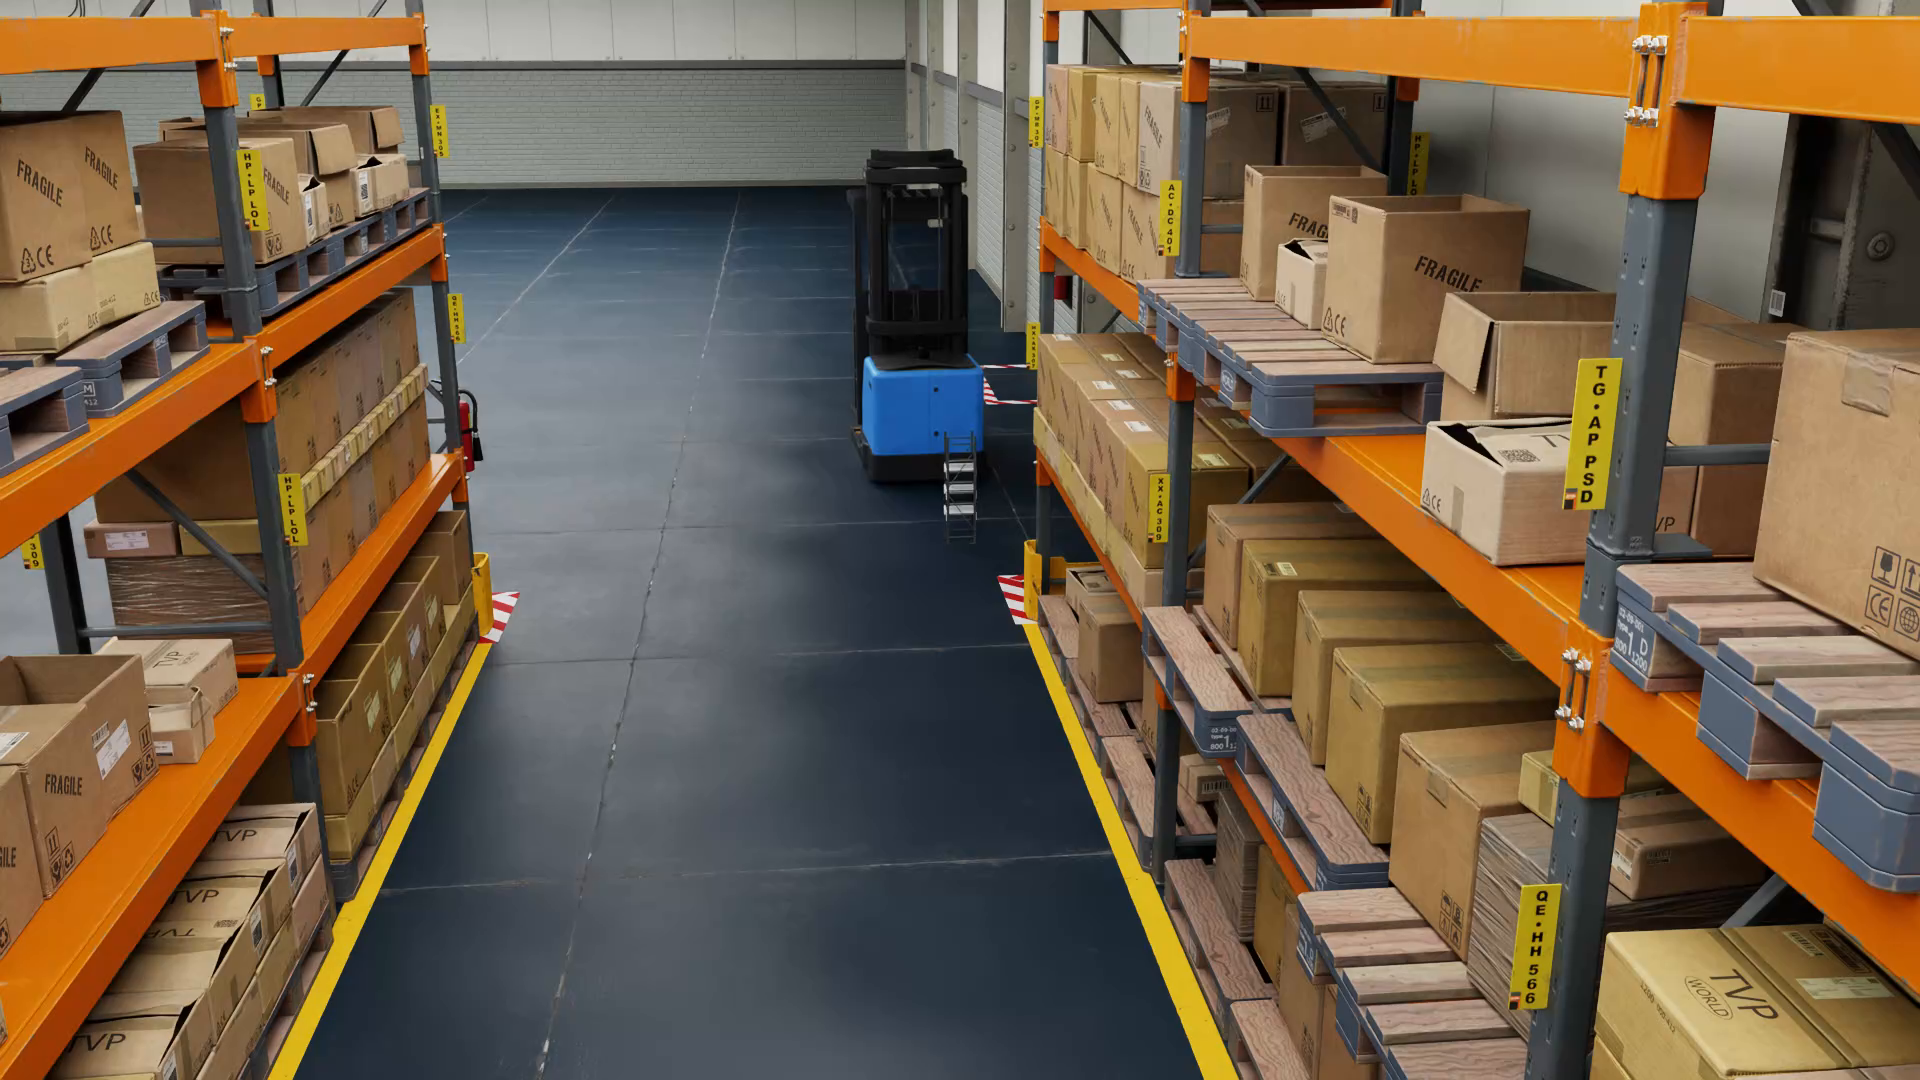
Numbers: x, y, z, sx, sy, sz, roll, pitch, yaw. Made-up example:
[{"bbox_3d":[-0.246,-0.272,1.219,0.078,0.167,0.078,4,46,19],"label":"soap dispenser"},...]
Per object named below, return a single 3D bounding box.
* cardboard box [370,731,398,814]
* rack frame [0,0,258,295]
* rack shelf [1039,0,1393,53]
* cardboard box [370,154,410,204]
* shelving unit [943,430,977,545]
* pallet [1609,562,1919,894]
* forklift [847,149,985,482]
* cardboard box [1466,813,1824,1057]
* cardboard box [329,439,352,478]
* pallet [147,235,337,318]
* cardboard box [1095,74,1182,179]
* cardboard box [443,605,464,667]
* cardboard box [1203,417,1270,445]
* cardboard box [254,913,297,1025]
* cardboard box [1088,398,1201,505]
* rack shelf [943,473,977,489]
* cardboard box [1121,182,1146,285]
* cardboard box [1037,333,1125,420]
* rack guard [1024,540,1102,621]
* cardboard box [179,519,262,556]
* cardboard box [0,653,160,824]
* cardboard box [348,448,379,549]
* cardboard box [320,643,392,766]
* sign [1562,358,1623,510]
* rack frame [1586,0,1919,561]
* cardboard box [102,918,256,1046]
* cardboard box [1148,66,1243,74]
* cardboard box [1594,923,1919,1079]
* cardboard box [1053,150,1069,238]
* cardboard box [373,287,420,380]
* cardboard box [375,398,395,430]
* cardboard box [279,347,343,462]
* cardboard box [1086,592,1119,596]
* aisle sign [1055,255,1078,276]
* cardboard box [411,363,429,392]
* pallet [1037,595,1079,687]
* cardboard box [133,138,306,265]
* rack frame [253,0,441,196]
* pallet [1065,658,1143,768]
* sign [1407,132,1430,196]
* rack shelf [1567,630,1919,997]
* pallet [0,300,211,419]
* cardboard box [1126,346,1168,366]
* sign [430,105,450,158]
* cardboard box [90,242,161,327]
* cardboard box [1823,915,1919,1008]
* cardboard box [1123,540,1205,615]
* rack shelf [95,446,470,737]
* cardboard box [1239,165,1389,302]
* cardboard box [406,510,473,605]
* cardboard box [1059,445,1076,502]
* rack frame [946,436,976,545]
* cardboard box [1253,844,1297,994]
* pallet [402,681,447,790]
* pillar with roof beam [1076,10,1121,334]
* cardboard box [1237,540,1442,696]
[{"bbox_3d":[-3.258,1.218,8.679,0.500,0.250,0.500,-2,18,-6],"label":"cardboard box"},{"bbox_3d":[-3.465,-2.459,6.487,1.000,3.000,0.127,-2,18,-6],"label":"rack frame"},{"bbox_3d":[1.256,-2.864,8.984,1.077,0.370,4.000,-2,18,-6],"label":"rack shelf"},{"bbox_3d":[-3.496,-2.081,9.604,0.500,0.250,0.500,-2,18,-6],"label":"cardboard box"},{"bbox_3d":[0.001,-0.427,13.535,0.258,0.900,0.210,-2,18,-6],"label":"shelving unit"},{"bbox_3d":[1.994,0.290,3.054,1.213,0.211,1.003,-1,17,-3],"label":"pallet"},{"bbox_3d":[-0.504,-2.329,16.202,1.130,2.935,3.031,-3,18,-8],"label":"forklift"},{"bbox_3d":[1.816,1.043,4.445,0.700,0.500,0.500,-4,18,-12],"label":"cardboard box"},{"bbox_3d":[-3.437,-0.424,8.770,0.380,0.149,0.250,-2,18,-7],"label":"cardboard box"},{"bbox_3d":[-3.579,-1.239,7.756,1.003,0.211,1.213,-2,18,-6],"label":"pallet"},{"bbox_3d":[1.009,-2.176,8.722,0.500,0.500,0.500,-2,18,-8],"label":"cardboard box"},{"bbox_3d":[-3.465,0.622,10.577,0.500,0.250,0.500,-2,18,-6],"label":"cardboard box"},{"bbox_3d":[1.572,-0.348,8.742,0.500,0.500,0.500,-2,18,-6],"label":"cardboard box"},{"bbox_3d":[-3.083,1.780,6.889,0.500,0.250,0.500,-2,18,-6],"label":"cardboard box"},{"bbox_3d":[1.007,-0.477,9.154,0.500,0.500,0.500,-2,18,-7],"label":"cardboard box"},{"bbox_3d":[0.001,-0.481,13.518,0.258,0.077,0.200,-2,18,-6],"label":"rack shelf"},{"bbox_3d":[1.125,-1.533,8.345,0.500,0.500,0.500,-3,18,-10],"label":"cardboard box"},{"bbox_3d":[0.800,-1.087,11.097,0.500,0.500,0.500,-2,18,-6],"label":"cardboard box"},{"bbox_3d":[1.057,0.272,11.975,1.175,0.500,0.348,-2,18,-6],"label":"rack guard"},{"bbox_3d":[-3.300,-0.040,7.548,0.380,0.149,0.250,-2,18,-6],"label":"cardboard box"},{"bbox_3d":[-3.347,0.742,6.140,0.500,0.500,0.500,-1,17,-2],"label":"cardboard box"},{"bbox_3d":[-3.680,-0.236,9.253,0.700,0.500,0.500,-1,17,-4],"label":"cardboard box"},{"bbox_3d":[-3.261,0.860,8.567,0.500,0.500,0.500,-2,18,-6],"label":"cardboard box"},{"bbox_3d":[1.335,-0.221,3.502,0.100,0.325,0.005,-2,18,-6],"label":"sign"},{"bbox_3d":[1.875,-1.422,3.182,1.000,3.000,0.127,-2,18,-6],"label":"rack frame"},{"bbox_3d":[-3.029,1.662,6.327,0.500,0.311,0.500,-2,18,-6],"label":"cardboard box"},{"bbox_3d":[1.421,-2.626,10.156,0.500,0.500,0.500,-1,17,-2],"label":"cardboard box"},{"bbox_3d":[1.668,1.035,3.422,0.500,0.250,0.500,-1,17,-4],"label":"cardboard box"},{"bbox_3d":[0.855,-2.163,10.350,0.500,0.500,0.500,-1,17,-2],"label":"cardboard box"},{"bbox_3d":[-3.836,-1.300,10.478,0.700,0.500,0.500,-2,18,-5],"label":"cardboard box"},{"bbox_3d":[-3.542,-0.731,9.747,0.380,0.149,0.250,-1,17,-4],"label":"cardboard box"},{"bbox_3d":[-3.621,-0.695,8.551,0.700,0.500,0.500,-2,18,-6],"label":"cardboard box"},{"bbox_3d":[1.090,0.509,10.803,0.500,0.311,0.500,0,17,-1],"label":"cardboard box"},{"bbox_3d":[0.744,-2.195,11.322,0.394,0.787,0.004,-2,18,-6],"label":"aisle sign"},{"bbox_3d":[-3.648,-1.038,10.726,0.380,0.149,0.250,-2,18,-7],"label":"cardboard box"},{"bbox_3d":[1.106,0.653,11.244,1.003,0.211,1.213,-2,18,-6],"label":"pallet"},{"bbox_3d":[-3.254,-1.501,7.341,0.500,0.500,0.500,0,17,-1],"label":"cardboard box"},{"bbox_3d":[-3.877,-3.651,10.283,1.000,3.000,0.127,-2,18,-6],"label":"rack frame"},{"bbox_3d":[1.229,1.016,10.089,1.003,0.211,1.213,-2,18,-6],"label":"pallet"},{"bbox_3d":[2.014,-1.635,7.349,0.100,0.325,0.005,-2,18,-6],"label":"sign"},{"bbox_3d":[2.081,0.949,1.841,1.077,0.370,4.000,-2,18,-6],"label":"rack shelf"},{"bbox_3d":[-3.361,-0.674,6.129,0.805,0.209,1.217,-2,18,-8],"label":"pallet"},{"bbox_3d":[1.352,-0.954,10.675,0.500,0.500,0.500,-2,17,-5],"label":"cardboard box"},{"bbox_3d":[-3.336,-2.617,10.652,0.100,0.325,0.005,-2,18,-6],"label":"sign"},{"bbox_3d":[-3.411,-0.973,6.310,0.500,0.250,0.500,0,17,0],"label":"cardboard box"},{"bbox_3d":[2.179,1.011,3.501,0.500,0.250,0.500,-1,17,-4],"label":"cardboard box"},{"bbox_3d":[1.112,0.179,8.316,0.500,0.250,0.500,-2,18,-6],"label":"cardboard box"},{"bbox_3d":[-3.671,0.150,9.391,1.077,0.370,4.000,-2,18,-6],"label":"rack shelf"},{"bbox_3d":[1.439,-1.265,6.823,0.500,0.500,0.500,1,17,2],"label":"cardboard box"},{"bbox_3d":[-3.526,0.116,10.939,0.500,0.500,0.500,-2,18,-6],"label":"cardboard box"},{"bbox_3d":[0.898,-0.419,10.222,0.500,0.250,0.500,-2,18,-7],"label":"cardboard box"},{"bbox_3d":[0.011,-0.397,13.438,0.240,0.900,0.006,-2,18,-6],"label":"rack frame"},{"bbox_3d":[1.658,1.603,7.003,0.700,0.500,0.500,-2,18,-7],"label":"cardboard box"},{"bbox_3d":[-3.634,1.131,9.722,1.003,0.211,1.213,-2,18,-6],"label":"pallet"},{"bbox_3d":[-2.919,-5.278,15.465,9.100,9.000,0.400,-2,18,-6],"label":"pillar with roof beam"},{"bbox_3d":[1.531,0.311,6.778,0.700,0.500,0.500,0,17,0],"label":"cardboard box"}]
